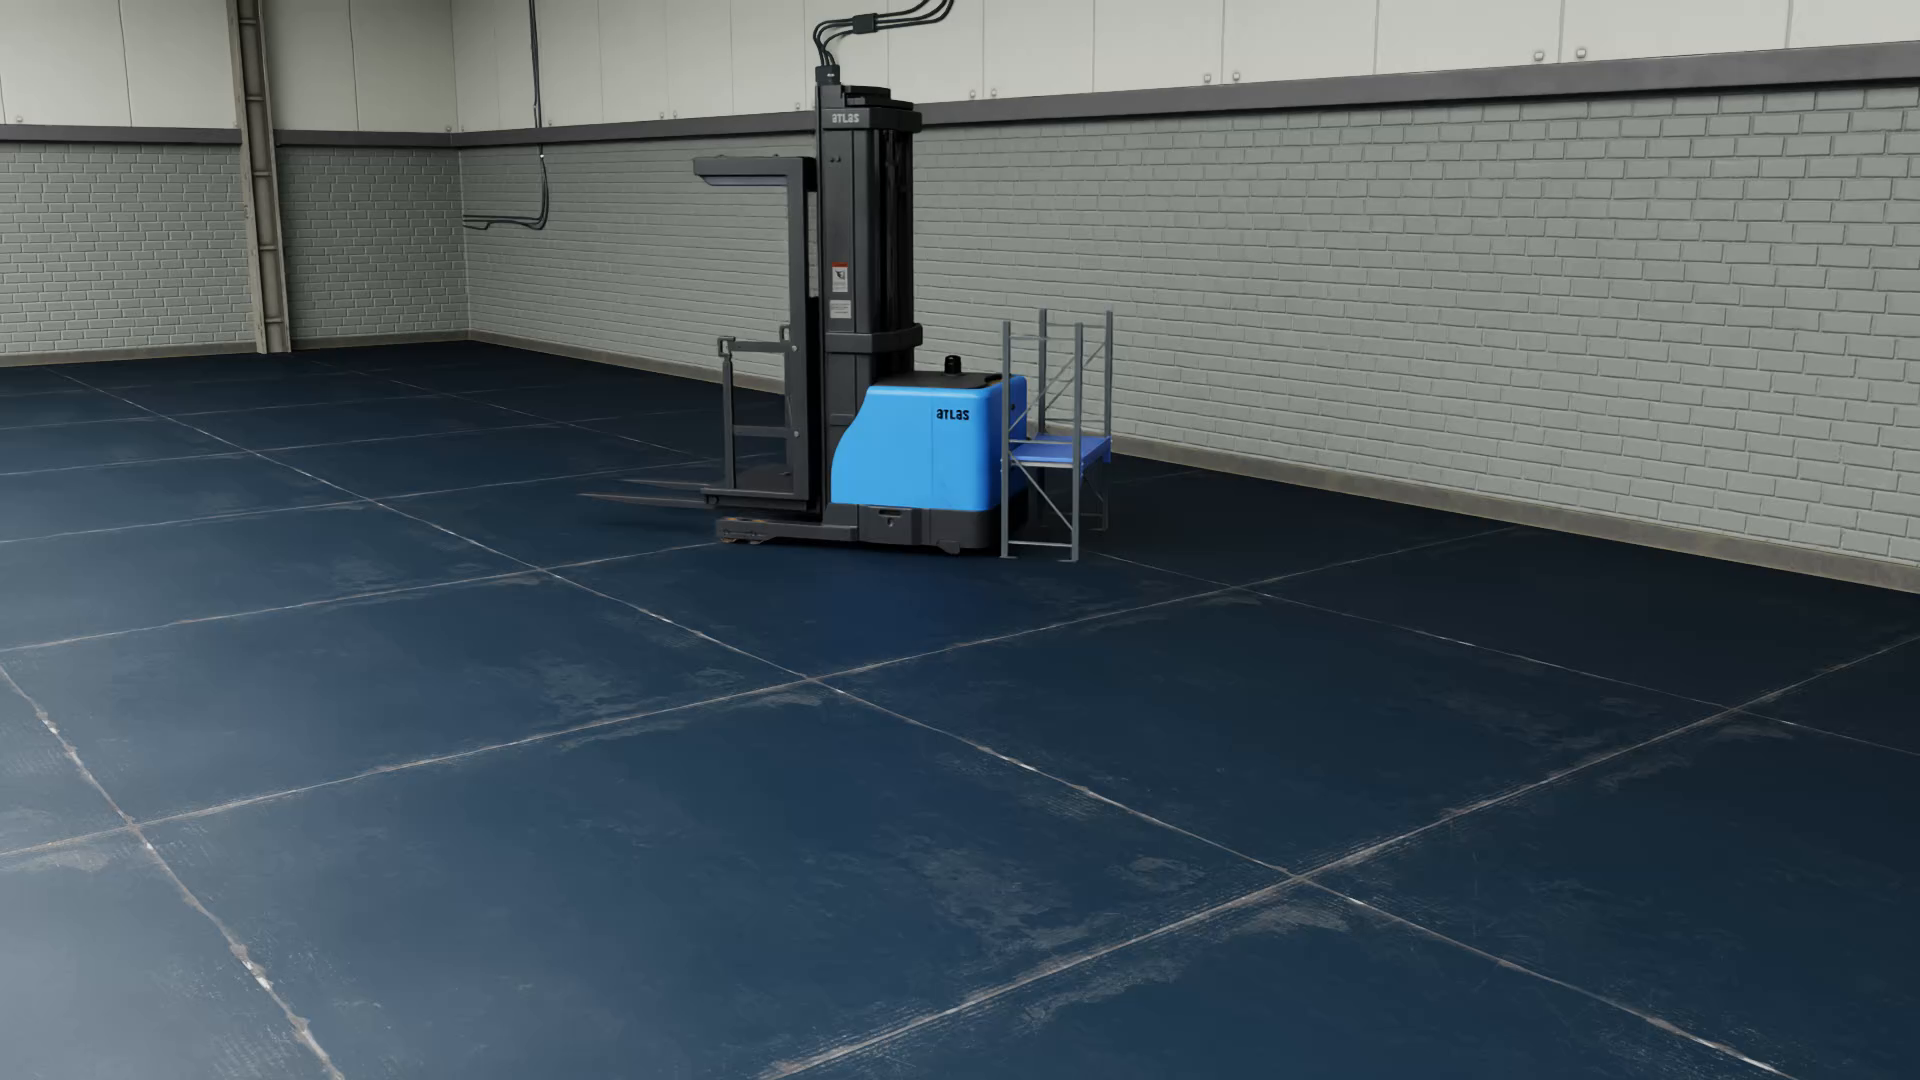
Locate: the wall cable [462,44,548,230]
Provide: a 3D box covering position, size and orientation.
[{"bbox_3d":[-6.692,-5.743,23.984,0.112,2.526,3.097,-9,15,-38],"label":"wall cable"}]

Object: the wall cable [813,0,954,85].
[{"bbox_3d":[-0.774,-7.383,16.047,0.169,6.003,2.305,-9,15,-38],"label":"wall cable"}]

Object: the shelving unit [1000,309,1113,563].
[{"bbox_3d":[0.644,-0.710,10.859,0.538,1.500,1.048,3,12,15],"label":"shelving unit"}]

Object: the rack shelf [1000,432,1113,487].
[{"bbox_3d":[0.644,-0.534,10.897,0.538,0.185,1.000,3,12,15],"label":"rack shelf"}]

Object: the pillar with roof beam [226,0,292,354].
[{"bbox_3d":[-7.130,-6.396,19.583,0.400,9.000,9.100,-9,15,-38],"label":"pillar with roof beam"}]

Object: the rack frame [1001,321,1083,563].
[{"bbox_3d":[0.508,-0.608,10.380,0.500,1.500,0.032,3,12,15],"label":"rack frame"}]

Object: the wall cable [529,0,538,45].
[{"bbox_3d":[-5.002,-7.774,21.393,0.112,2.526,3.097,-9,15,-38],"label":"wall cable"}]

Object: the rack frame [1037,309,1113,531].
[{"bbox_3d":[0.781,-0.811,11.338,0.500,1.500,0.032,3,12,15],"label":"rack frame"}]

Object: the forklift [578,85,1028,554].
[{"bbox_3d":[-1.109,-1.501,11.143,3.031,2.935,1.130,4,13,17],"label":"forklift"}]
